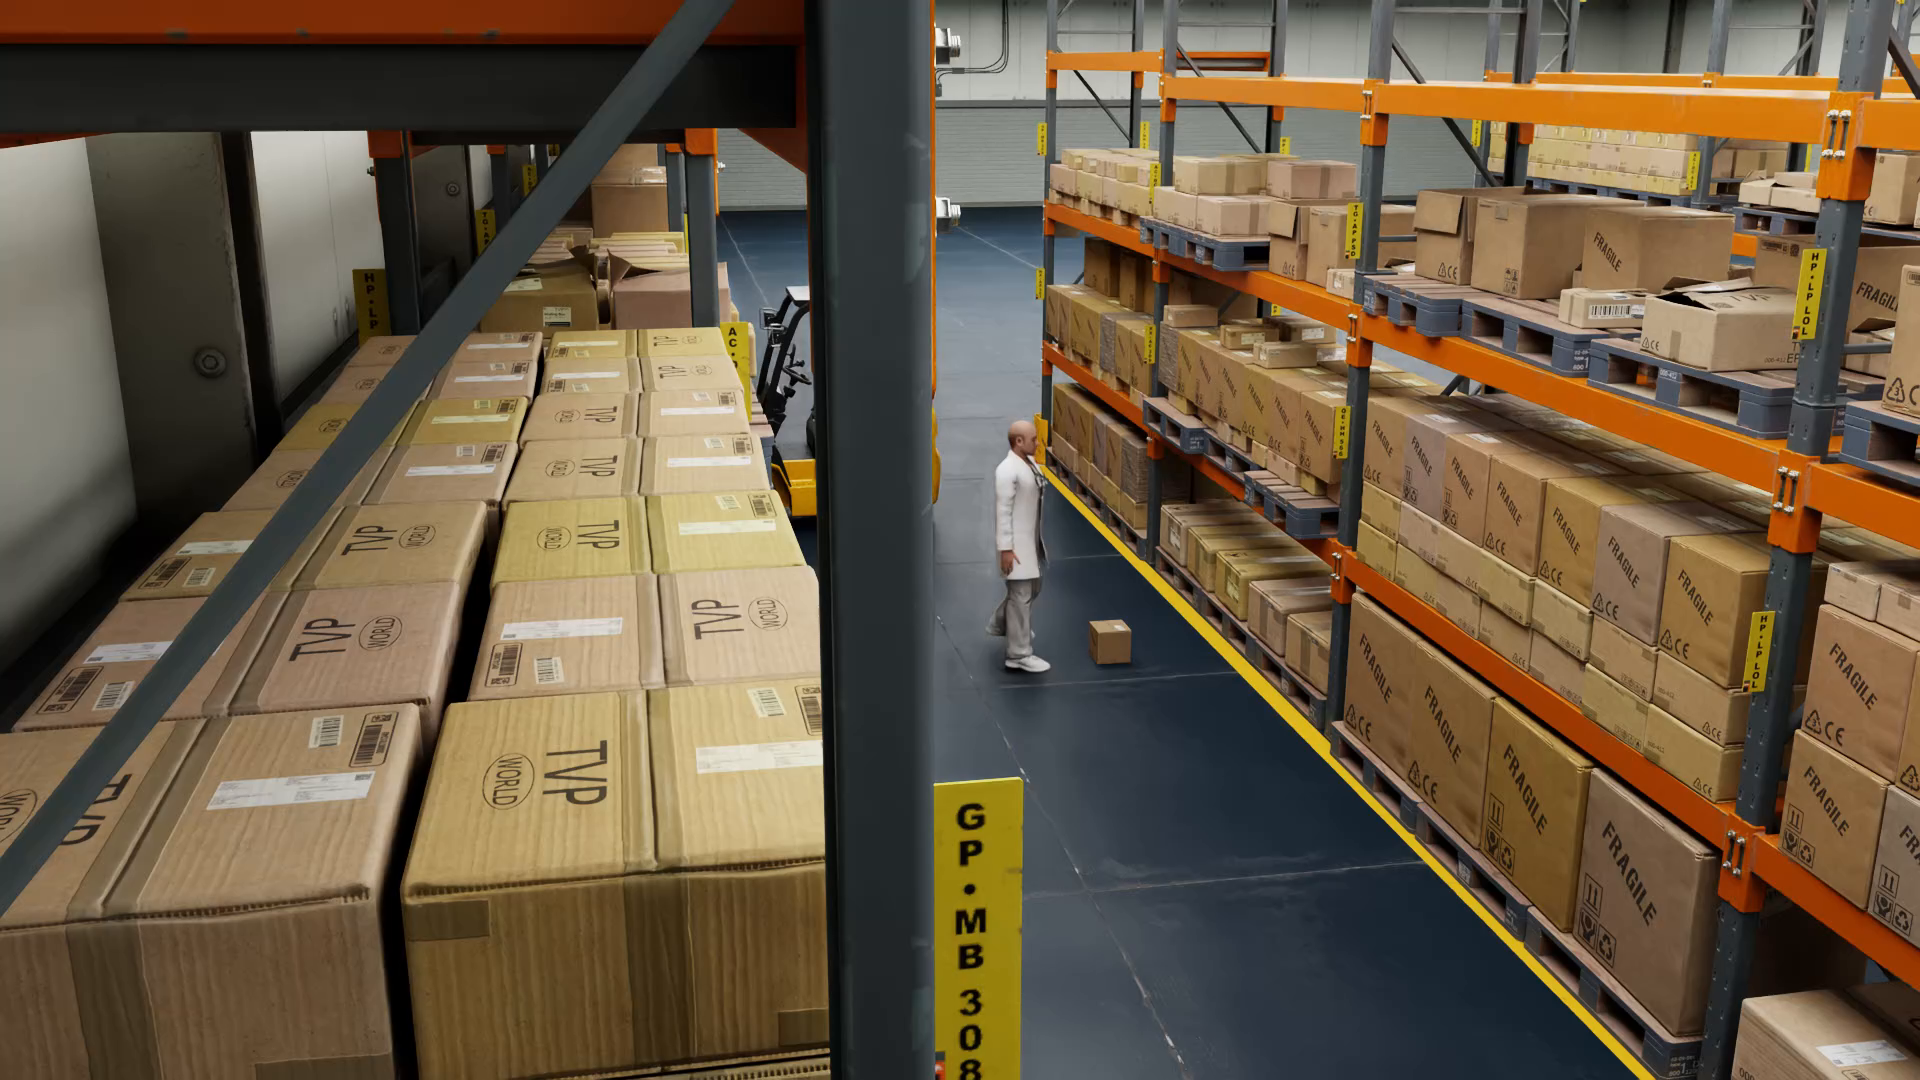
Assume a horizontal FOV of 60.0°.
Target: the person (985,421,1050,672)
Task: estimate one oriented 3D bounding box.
[{"bbox_3d":[0.427,0.012,11.967,0.660,1.775,0.691,6,17,21],"label":"person"}]
